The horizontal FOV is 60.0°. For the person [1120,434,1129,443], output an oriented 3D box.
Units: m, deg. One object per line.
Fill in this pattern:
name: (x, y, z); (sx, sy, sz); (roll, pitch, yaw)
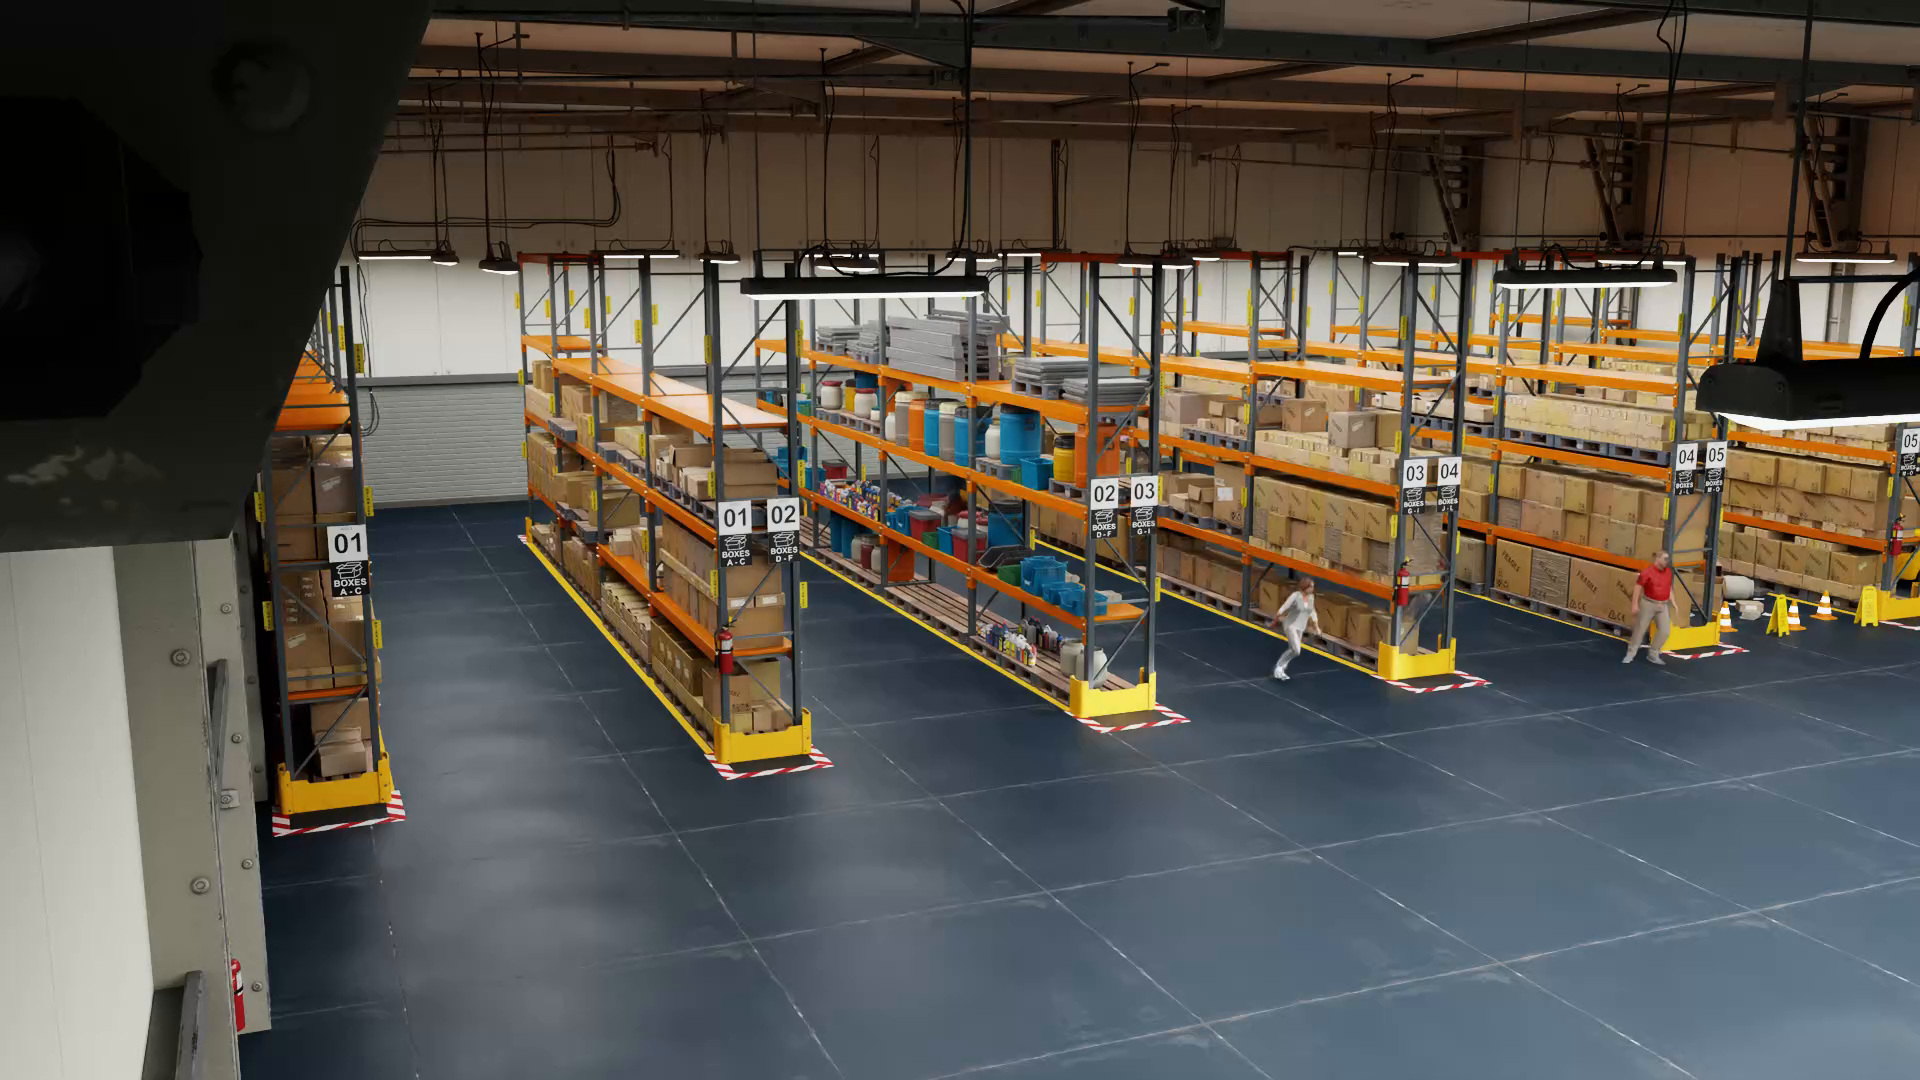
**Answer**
person: (4.099, -2.086, 41.910); (0.524, 1.636, 0.723); (2, 11, 12)

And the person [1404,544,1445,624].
person: (7.577, 0.573, 27.064); (0.665, 1.705, 0.843); (-9, 14, -40)

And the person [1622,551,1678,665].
person: (10.307, 1.032, 24.843); (0.761, 1.761, 0.445); (-3, 11, -17)

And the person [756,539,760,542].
person: (-4.026, -0.454, 32.994); (0.576, 1.690, 0.725); (-5, 11, -23)

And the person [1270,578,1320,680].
person: (4.810, 1.275, 23.803); (0.533, 1.541, 0.642); (-7, 12, -33)
